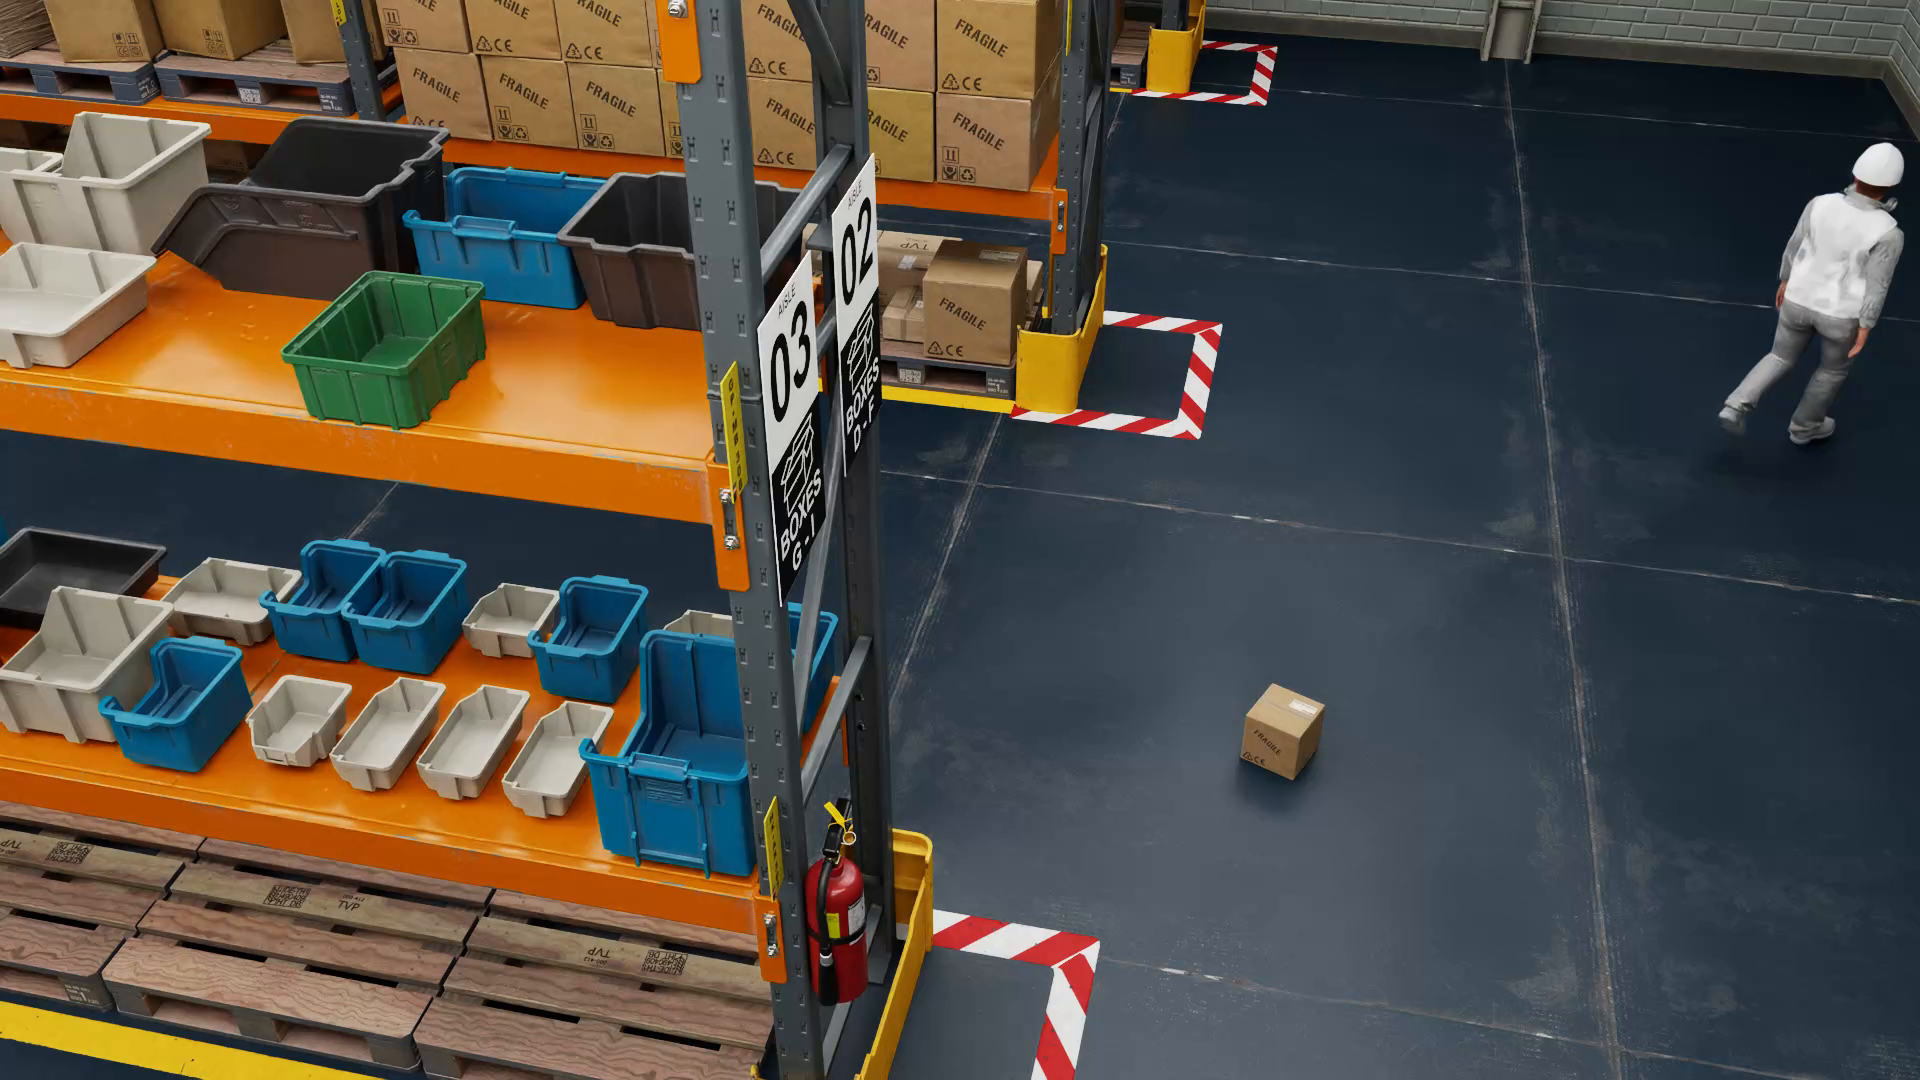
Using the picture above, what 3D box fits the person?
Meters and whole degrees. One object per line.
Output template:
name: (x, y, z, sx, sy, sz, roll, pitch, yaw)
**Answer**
person: (4.467, -1.222, 8.604, 0.804, 1.751, 0.566, -23, 42, -28)
